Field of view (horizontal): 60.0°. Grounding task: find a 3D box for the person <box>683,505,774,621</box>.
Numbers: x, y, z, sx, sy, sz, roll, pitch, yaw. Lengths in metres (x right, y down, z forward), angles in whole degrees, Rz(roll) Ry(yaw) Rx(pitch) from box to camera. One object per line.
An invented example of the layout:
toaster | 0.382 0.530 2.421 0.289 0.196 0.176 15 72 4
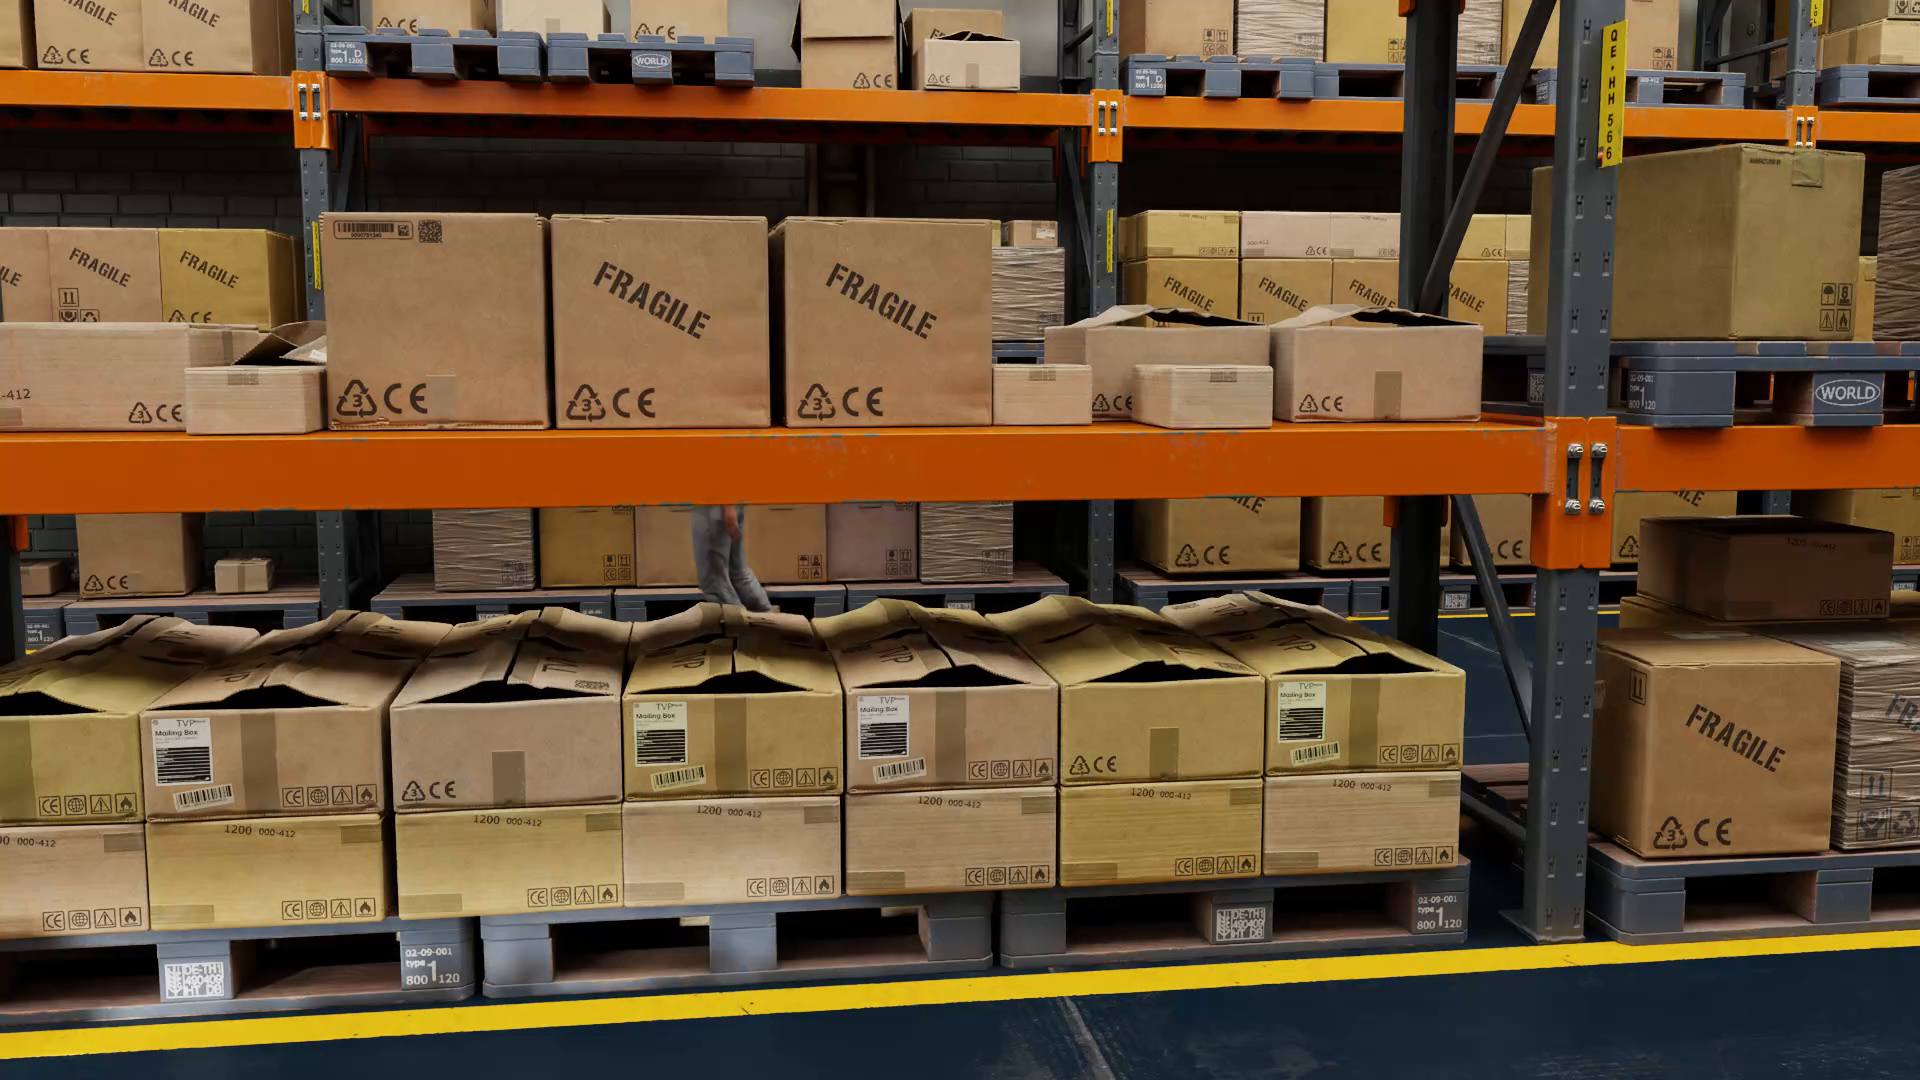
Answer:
person | -0.988 -0.154 7.329 0.458 1.592 0.598 0 7 4
